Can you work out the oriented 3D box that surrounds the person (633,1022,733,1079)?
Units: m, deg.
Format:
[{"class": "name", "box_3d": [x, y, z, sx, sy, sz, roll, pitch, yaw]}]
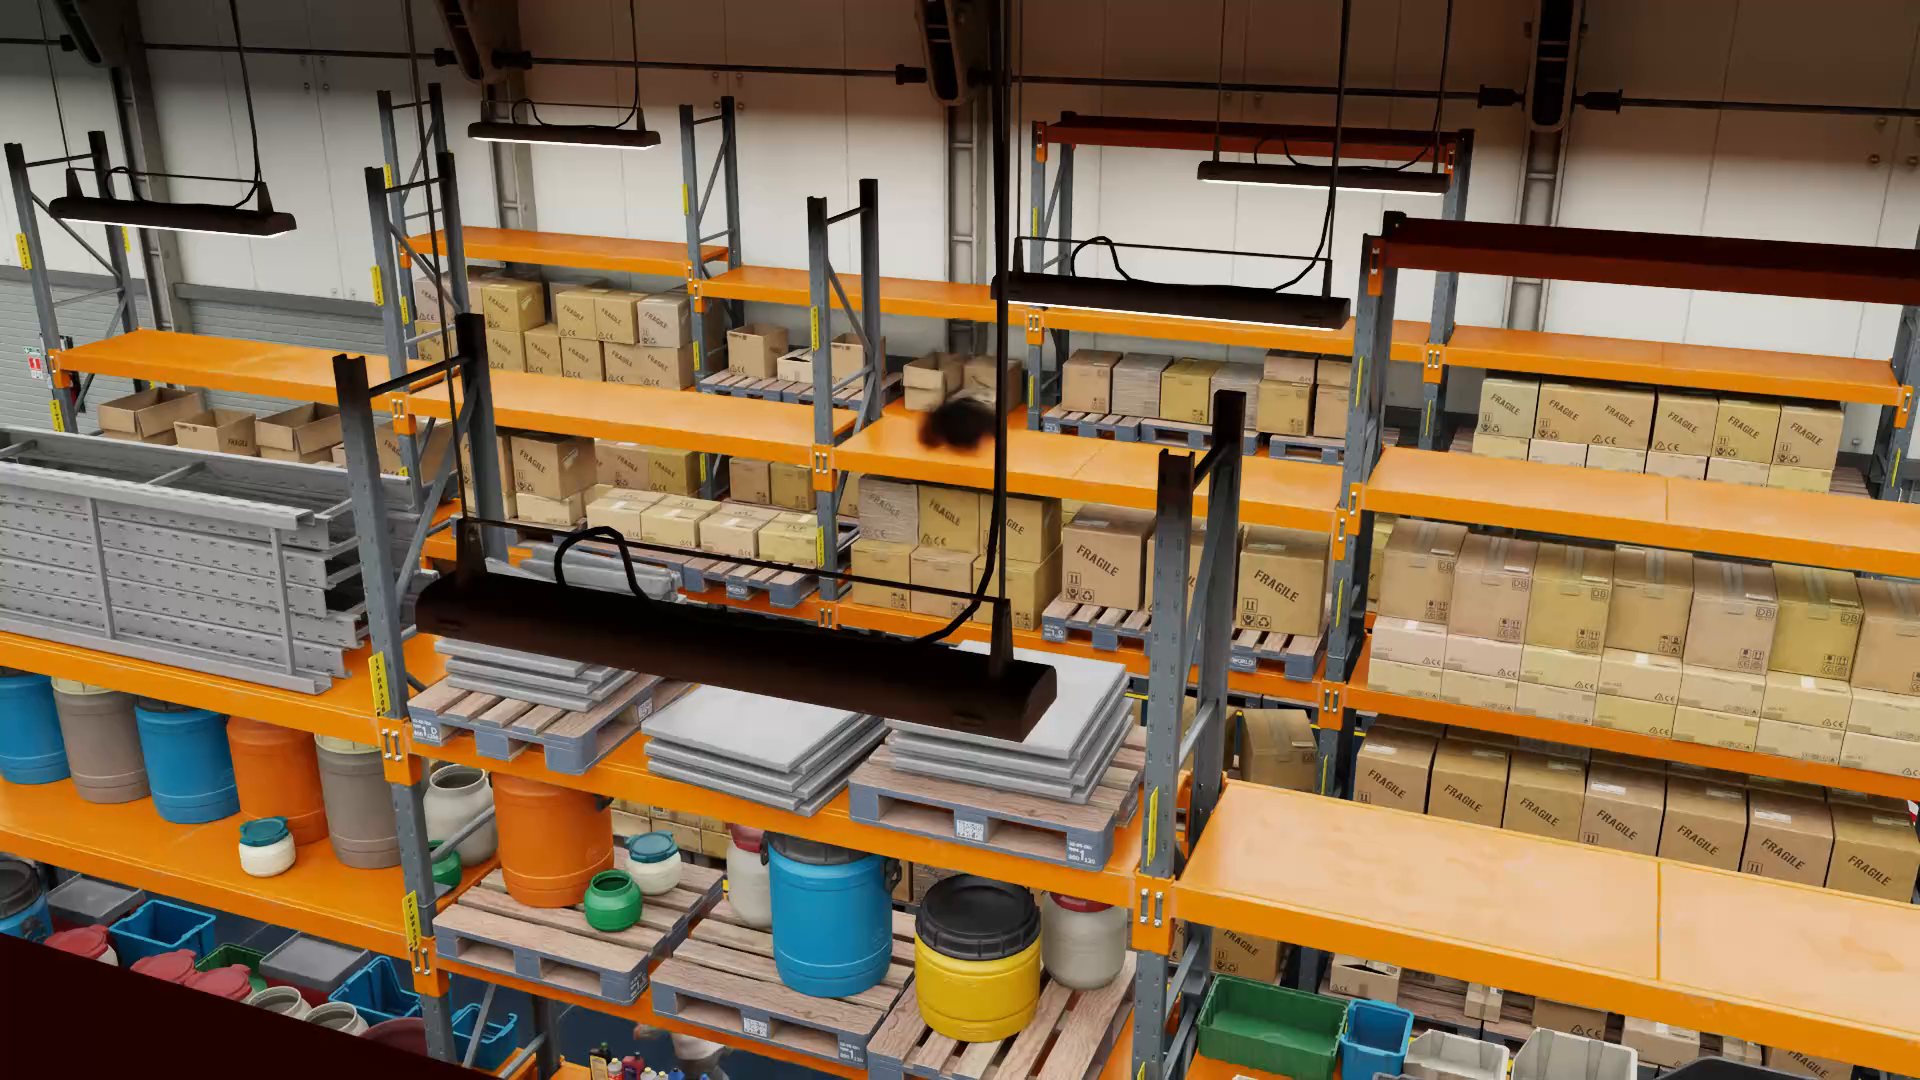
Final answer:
[{"class": "person", "box_3d": [-1.770, 3.344, 11.170, 0.768, 1.723, 0.676, 16, 26, 35]}]

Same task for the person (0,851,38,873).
[{"class": "person", "box_3d": [-8.465, 2.208, 14.346, 0.704, 1.602, 0.594, 5, 21, 12]}]
